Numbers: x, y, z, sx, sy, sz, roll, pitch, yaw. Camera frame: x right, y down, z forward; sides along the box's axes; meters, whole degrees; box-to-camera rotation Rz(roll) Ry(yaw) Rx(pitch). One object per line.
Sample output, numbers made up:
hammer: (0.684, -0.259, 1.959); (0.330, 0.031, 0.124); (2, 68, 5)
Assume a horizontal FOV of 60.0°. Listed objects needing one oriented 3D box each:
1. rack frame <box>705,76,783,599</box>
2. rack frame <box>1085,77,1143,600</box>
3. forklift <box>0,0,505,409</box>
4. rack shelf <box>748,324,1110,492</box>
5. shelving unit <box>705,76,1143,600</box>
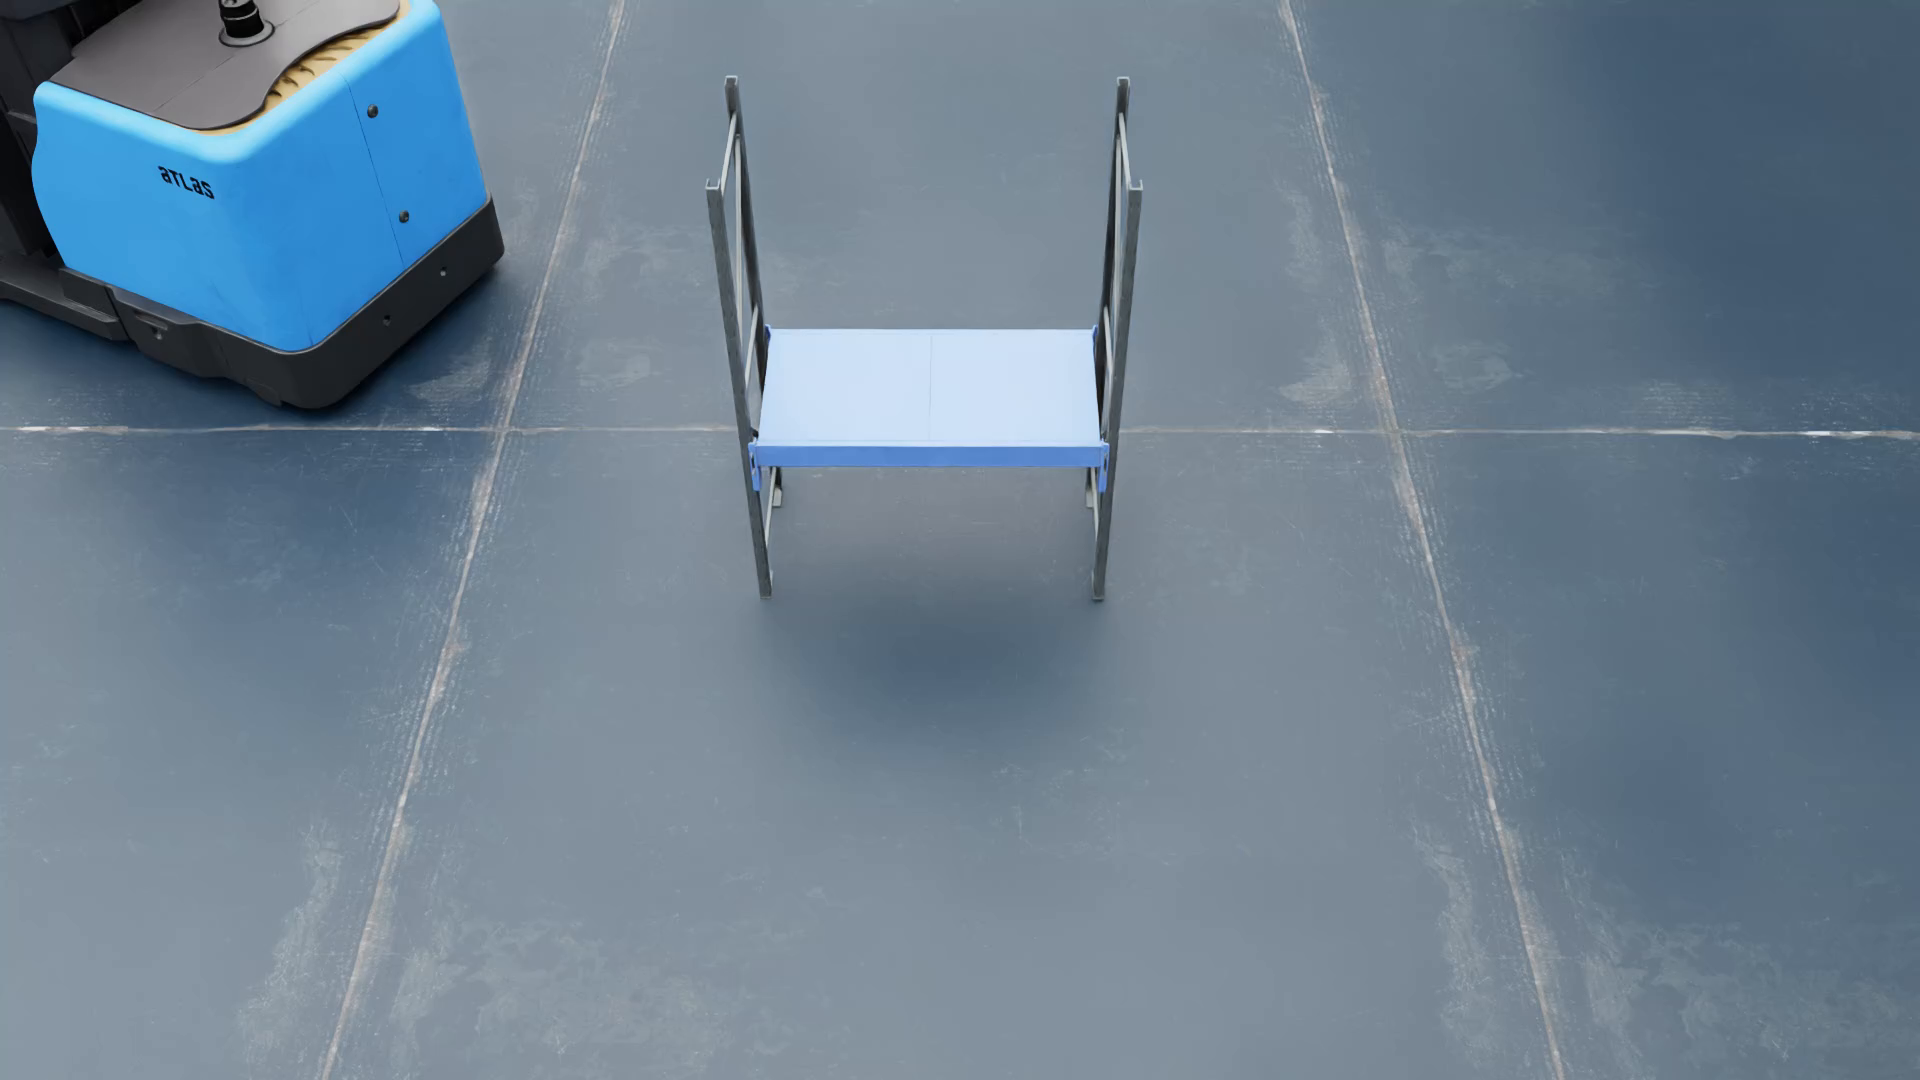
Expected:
rack frame: (-0.594, -0.513, 4.703); (0.032, 1.500, 0.500); (0, 47, 0)
rack frame: (0.423, -0.510, 4.700); (0.032, 1.500, 0.500); (0, 47, 0)
forklift: (-3.233, -2.208, 5.302); (3.031, 2.935, 1.130); (20, 50, 18)
rack shelf: (-0.085, -0.389, 4.833); (1.000, 0.185, 0.538); (0, 47, 0)
shelving unit: (-0.085, -0.511, 4.701); (1.048, 1.500, 0.538); (0, 47, 0)
